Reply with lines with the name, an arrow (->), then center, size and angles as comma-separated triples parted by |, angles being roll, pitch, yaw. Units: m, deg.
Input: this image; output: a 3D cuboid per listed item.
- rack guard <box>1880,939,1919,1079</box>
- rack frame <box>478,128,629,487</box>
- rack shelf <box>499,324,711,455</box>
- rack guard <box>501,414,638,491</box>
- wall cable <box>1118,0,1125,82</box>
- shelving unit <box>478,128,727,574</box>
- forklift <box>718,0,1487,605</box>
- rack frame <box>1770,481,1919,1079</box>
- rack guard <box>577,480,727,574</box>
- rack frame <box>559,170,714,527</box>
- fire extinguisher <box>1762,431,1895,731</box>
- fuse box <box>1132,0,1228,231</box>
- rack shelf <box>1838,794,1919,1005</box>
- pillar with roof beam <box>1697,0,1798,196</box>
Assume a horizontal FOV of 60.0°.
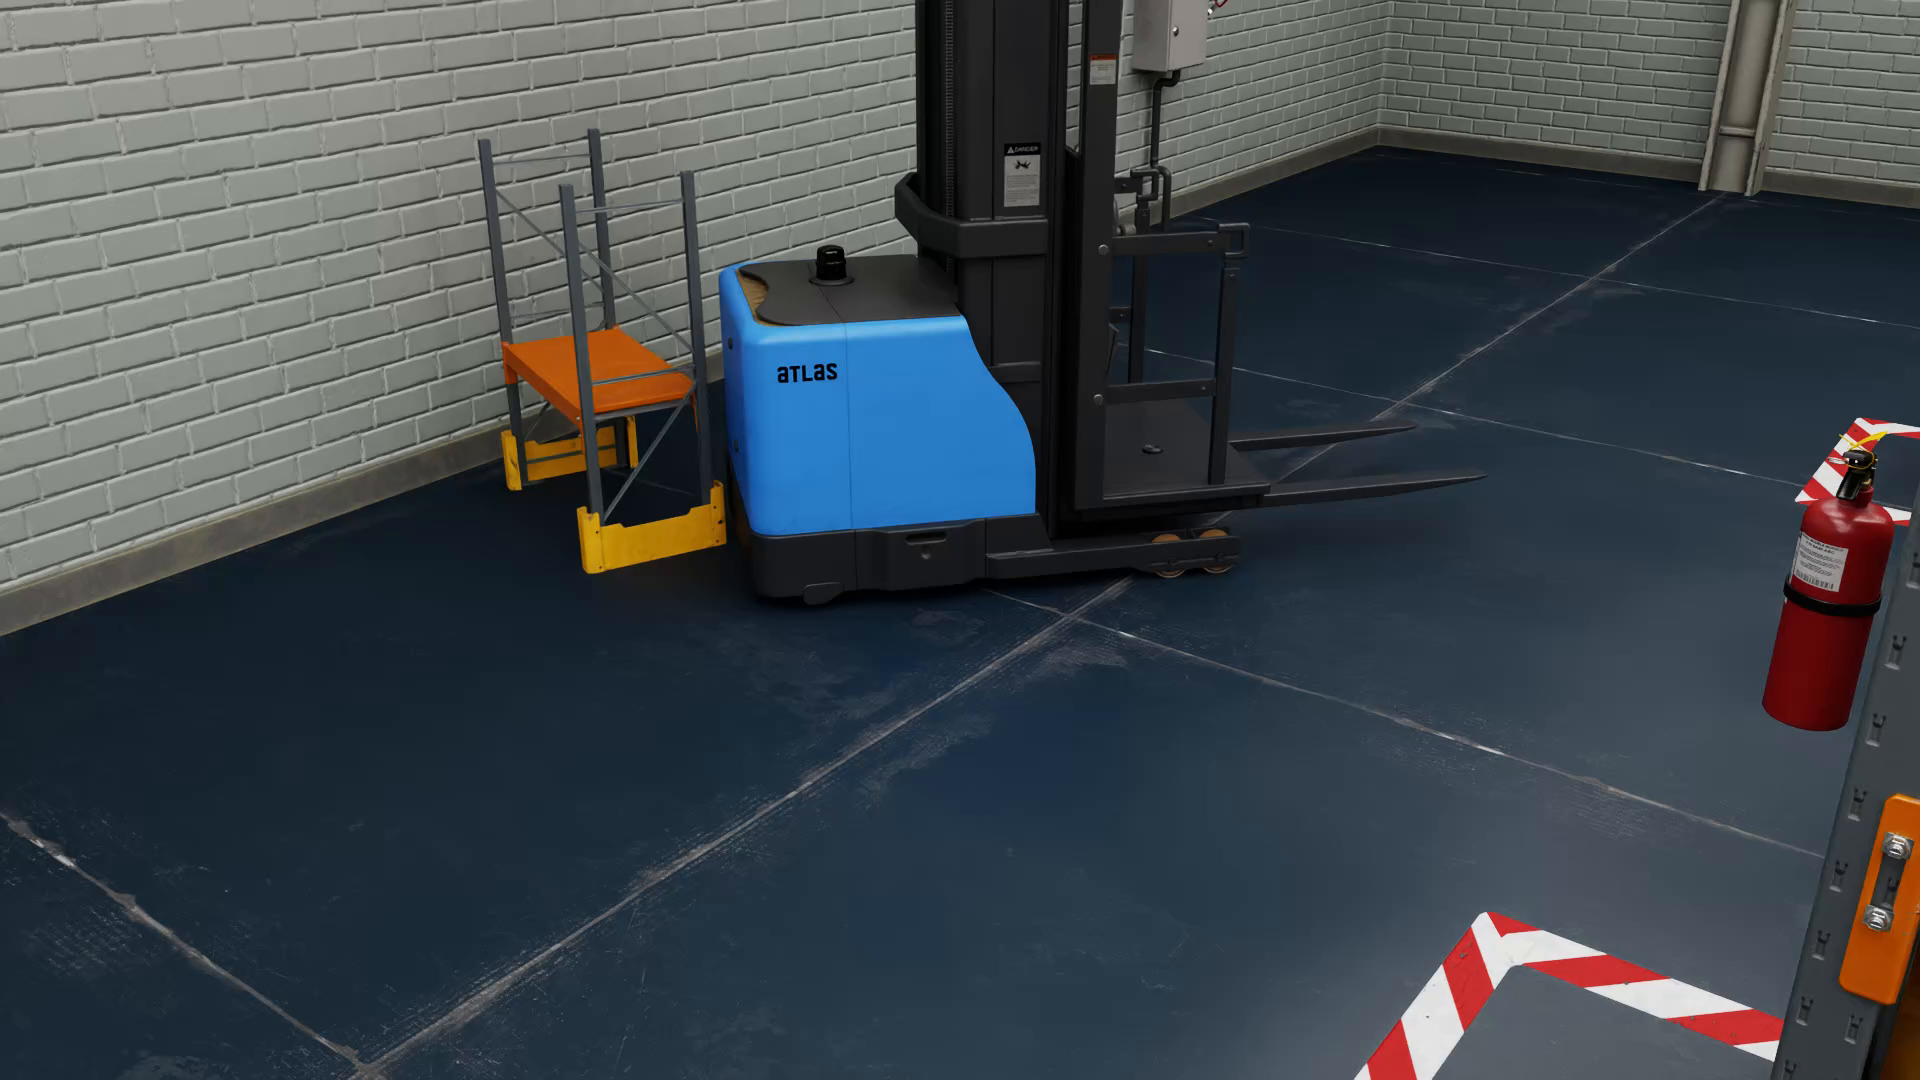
rack guard -> 1.802, 1.230, 3.338 | 0.348, 0.500, 1.175 | 17, 29, 33
rack frame -> -1.718, -0.972, 7.096 | 0.500, 1.500, 0.032 | -13, 27, -28
rack shelf -> -1.459, -0.631, 6.769 | 0.538, 0.185, 1.000 | -13, 27, -28
rack guard -> -1.718, -0.400, 7.347 | 0.587, 0.250, 0.087 | -13, 27, -28
wall cable -> 0.944, -3.835, 10.473 | 0.122, 1.984, 0.588 | 17, 29, 33
shelving unit -> -1.463, -0.799, 6.703 | 0.587, 1.500, 1.083 | -13, 27, -28
forklift -> 0.609, -1.397, 6.286 | 3.031, 2.935, 1.130 | -5, 24, -12
rack frame -> 1.739, 0.069, 2.873 | 0.053, 2.616, 0.949 | 17, 29, 33
rack guard -> -1.209, -0.054, 6.563 | 0.587, 0.250, 0.087 | -13, 27, -28
rack frame -> -1.199, -0.620, 6.296 | 0.500, 1.500, 0.032 | -13, 27, -28
fire extinguisher -> 1.816, 0.064, 3.442 | 0.183, 0.674, 0.296 | 17, 29, 33
fuse box -> 1.479, -2.962, 11.351 | 0.414, 1.711, 0.539 | 17, 29, 33
rack shelf -> 3.341, 0.881, 1.923 | 4.000, 0.370, 1.077 | 17, 29, 33
pillar with roof beam -> 3.404, -5.455, 7.970 | 0.400, 9.000, 9.100 | 17, 29, 33
